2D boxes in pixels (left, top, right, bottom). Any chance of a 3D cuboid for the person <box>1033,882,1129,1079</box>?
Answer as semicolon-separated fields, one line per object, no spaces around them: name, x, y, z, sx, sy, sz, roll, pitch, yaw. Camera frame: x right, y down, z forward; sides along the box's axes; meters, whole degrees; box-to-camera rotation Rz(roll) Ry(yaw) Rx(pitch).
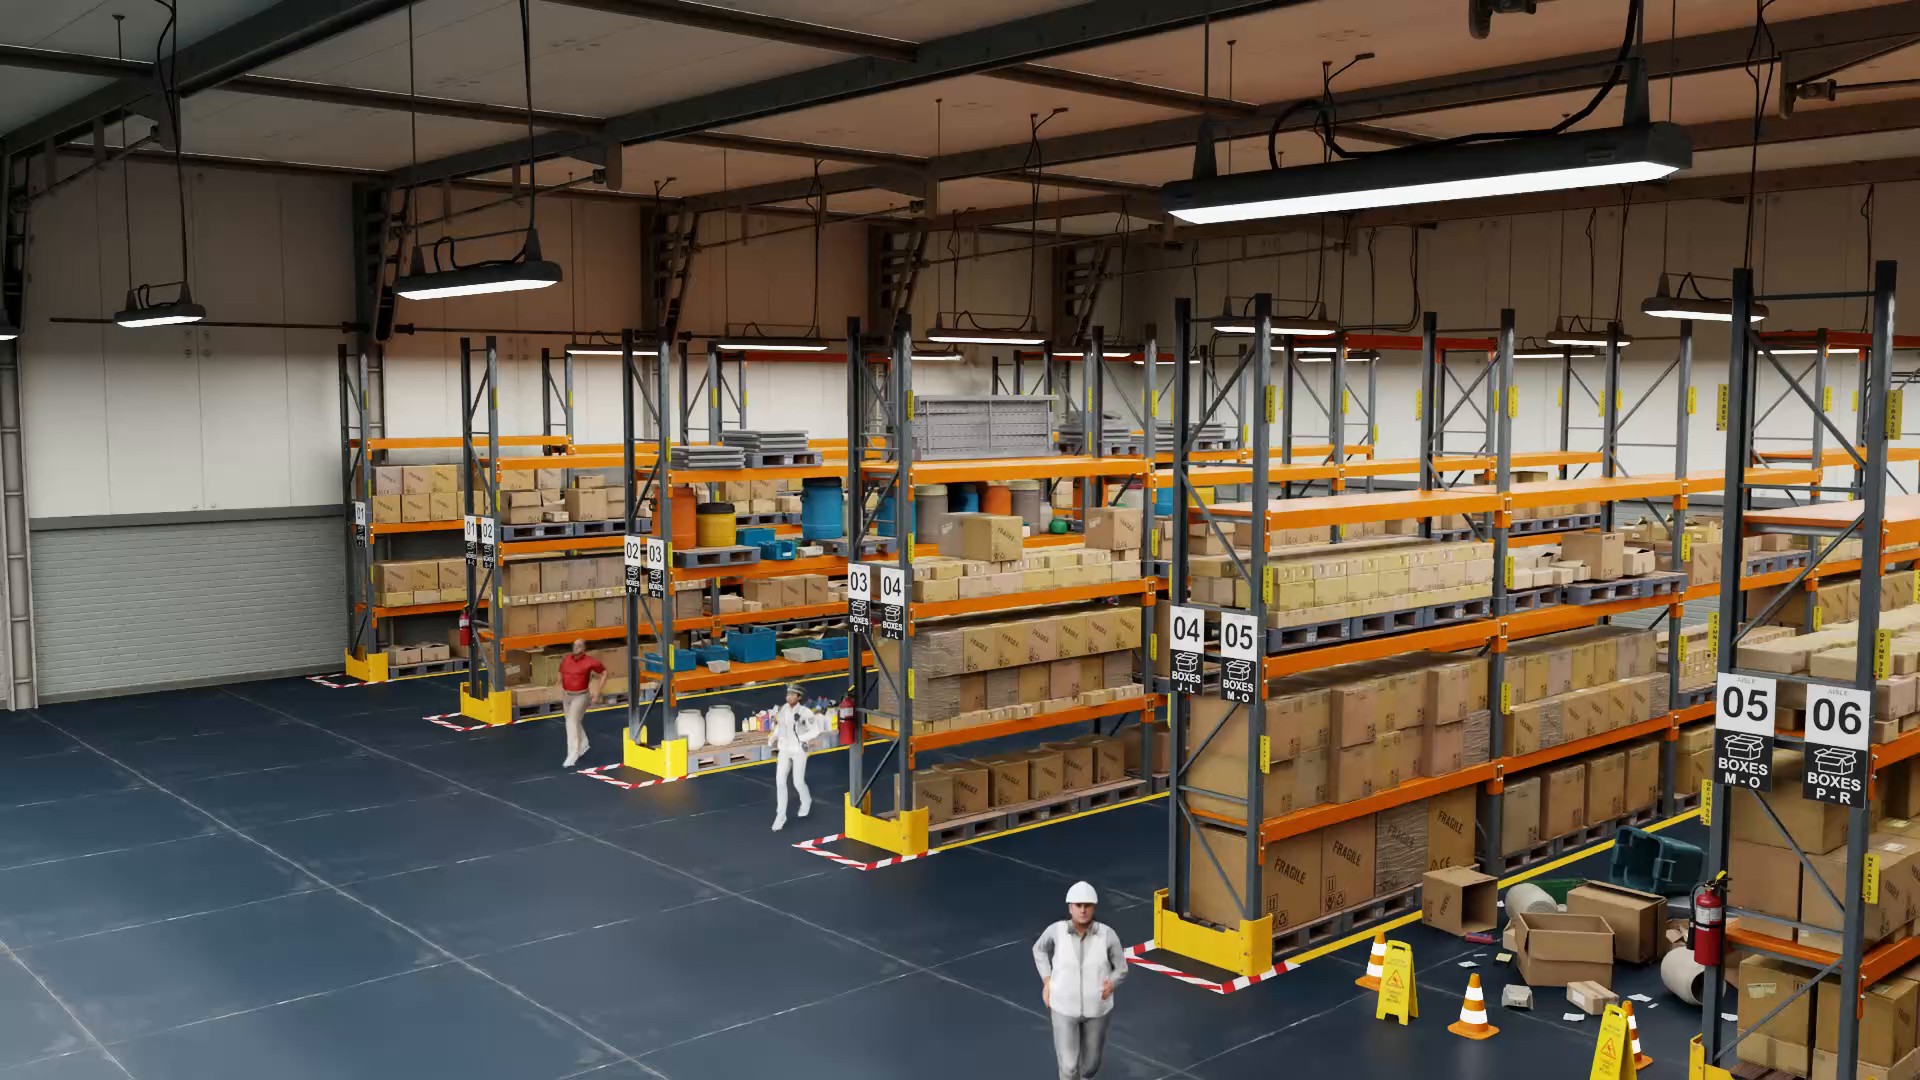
person;0.839;3.246;11.539;0.661;1.780;0.953;0;5;0

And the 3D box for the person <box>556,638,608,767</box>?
person;-5.327;2.248;23.174;0.688;1.773;0.744;2;6;26

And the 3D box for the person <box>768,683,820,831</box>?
person;-1.966;2.553;19.843;0.654;1.745;0.816;3;6;26
